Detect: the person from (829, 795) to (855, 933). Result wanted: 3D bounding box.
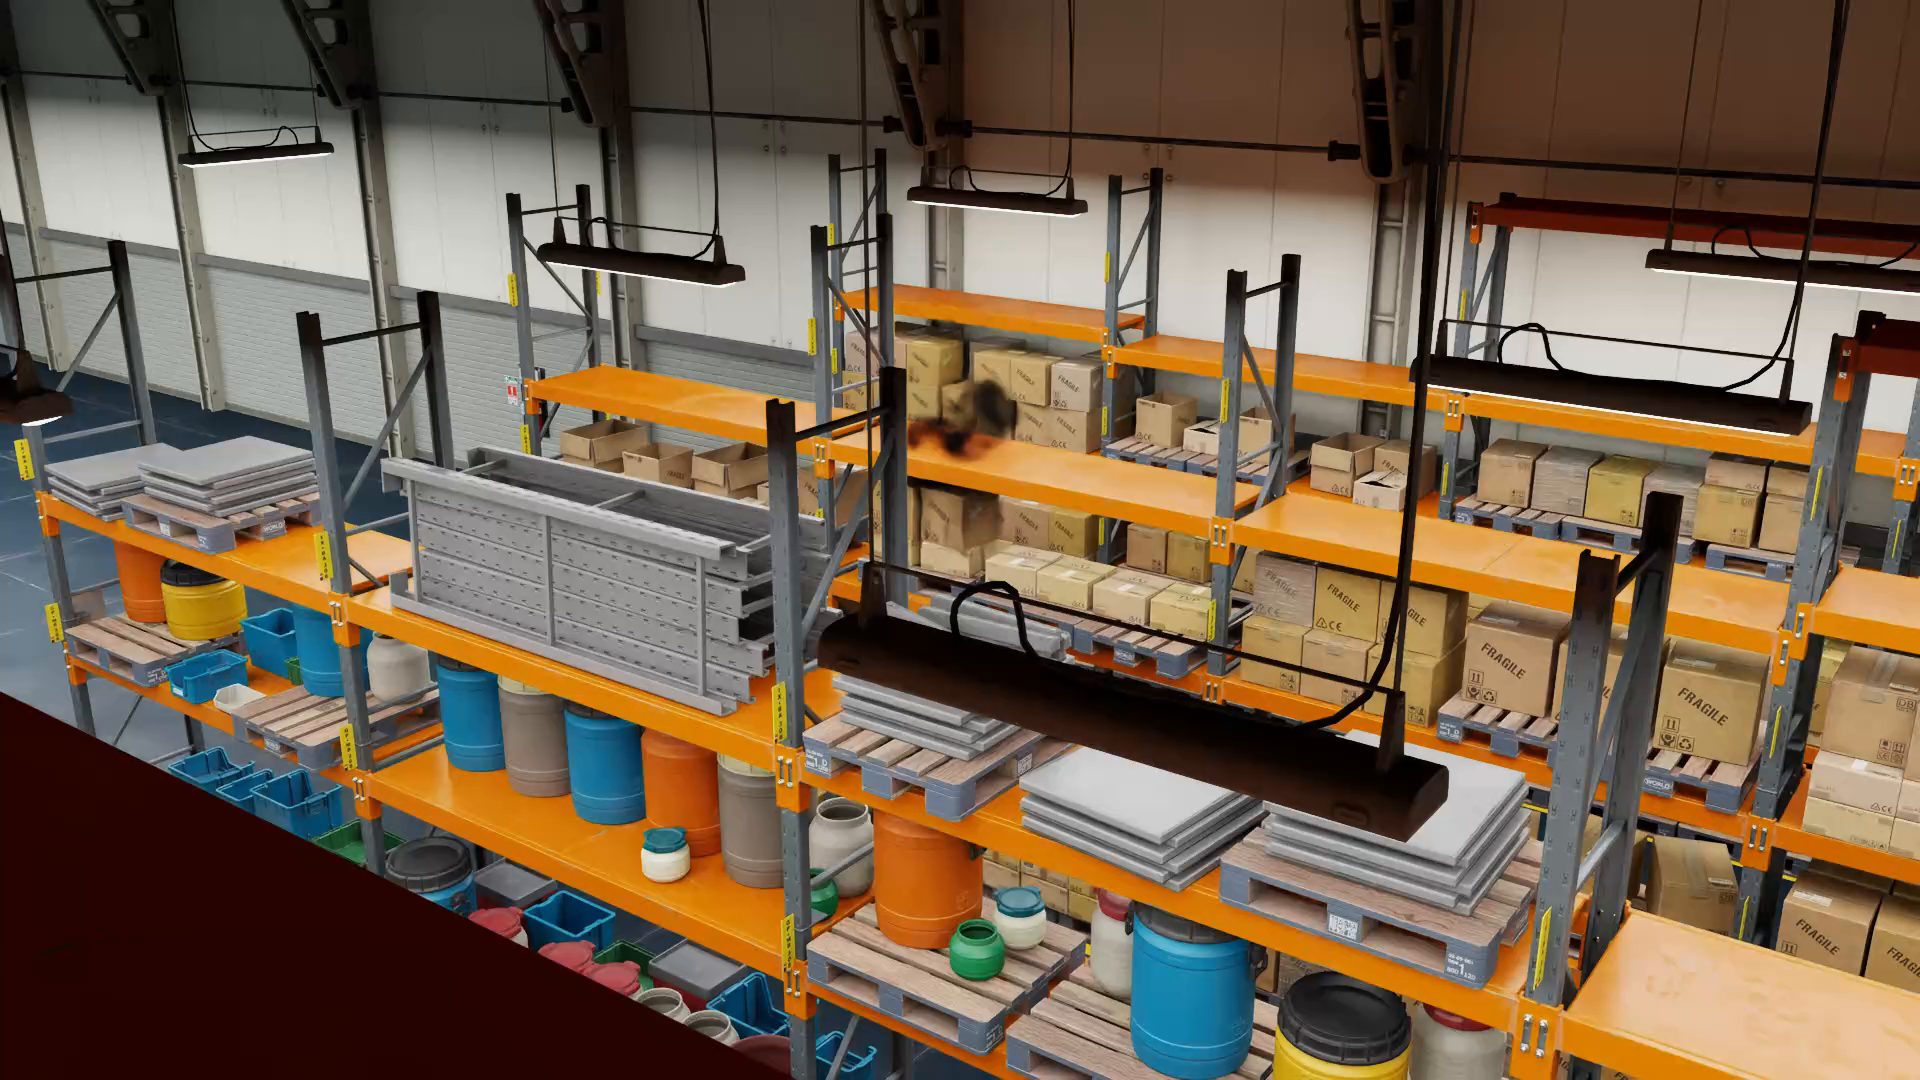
[{"bbox_3d":[-0.950,2.751,13.499,0.508,1.604,0.582,9,20,25],"label":"person"}]
